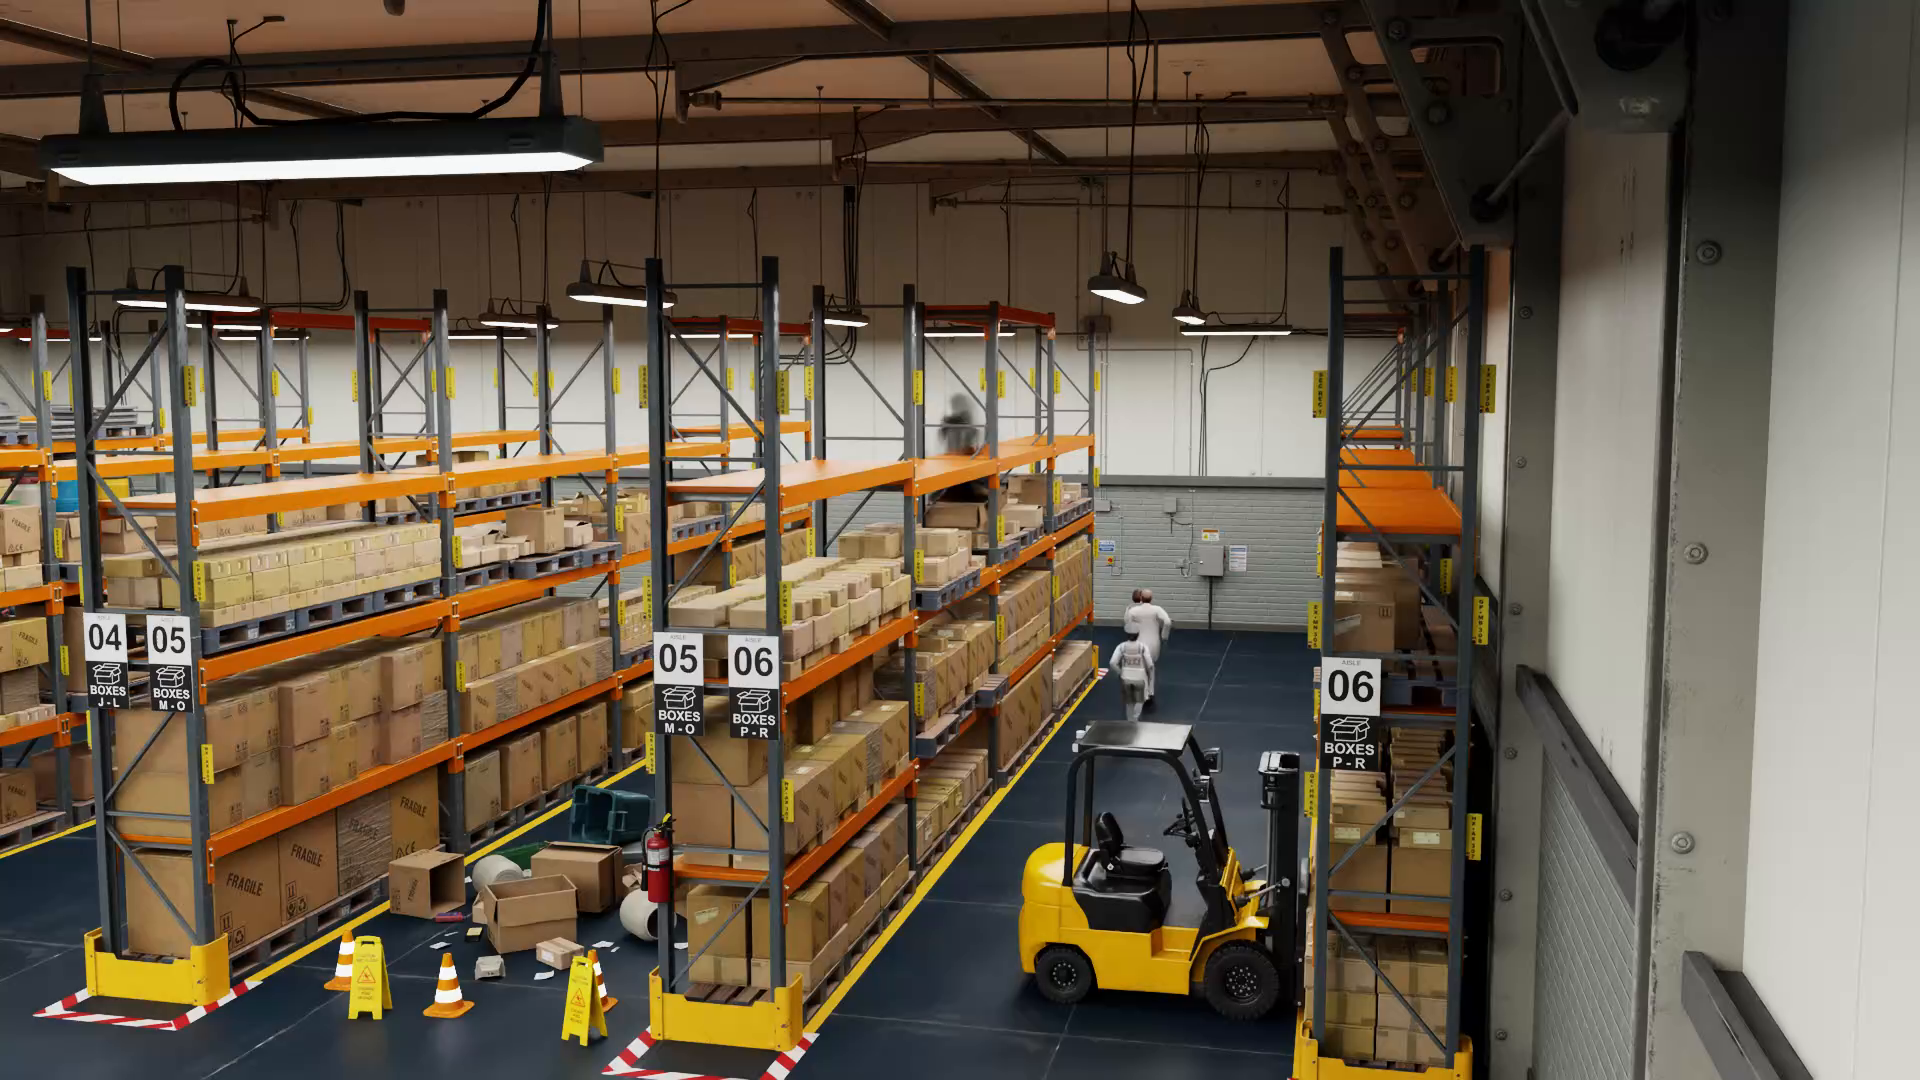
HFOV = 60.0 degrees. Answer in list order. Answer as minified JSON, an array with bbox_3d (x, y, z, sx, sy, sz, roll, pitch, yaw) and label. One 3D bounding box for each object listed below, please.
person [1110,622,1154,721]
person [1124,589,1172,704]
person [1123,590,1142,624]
[{"bbox_3d":[2.418,1.987,23.415,0.617,1.671,0.661,1,6,12],"label":"person"},{"bbox_3d":[2.888,1.678,25.736,0.673,1.847,0.862,0,6,-5],"label":"person"},{"bbox_3d":[2.976,1.631,27.478,0.574,1.575,0.796,0,6,2],"label":"person"}]
